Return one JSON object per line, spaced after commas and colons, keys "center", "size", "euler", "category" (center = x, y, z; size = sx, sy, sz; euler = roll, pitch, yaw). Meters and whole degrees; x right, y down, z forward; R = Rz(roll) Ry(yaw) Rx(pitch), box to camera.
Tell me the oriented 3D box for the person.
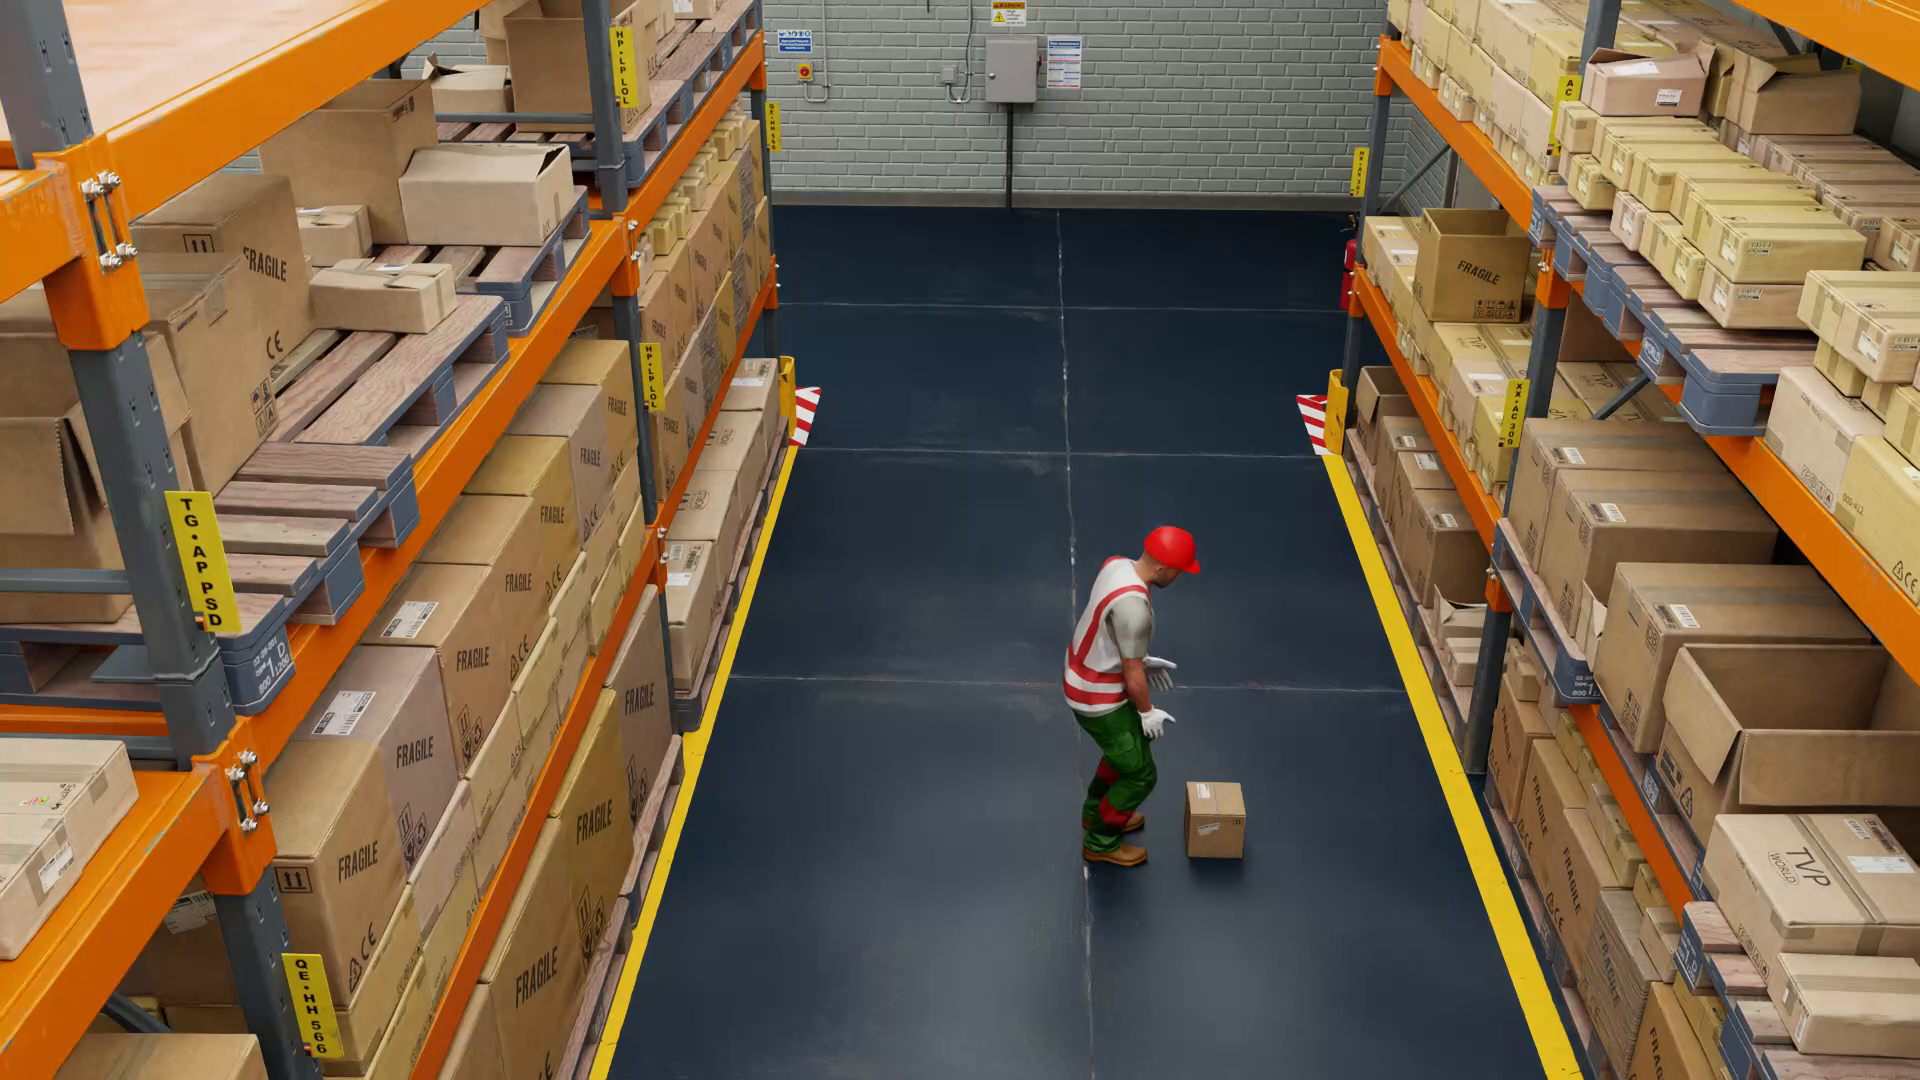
{"center": [0.908, 0.954, 7.582], "size": [0.957, 1.036, 0.522], "euler": [0, 28, -1], "category": "person"}
